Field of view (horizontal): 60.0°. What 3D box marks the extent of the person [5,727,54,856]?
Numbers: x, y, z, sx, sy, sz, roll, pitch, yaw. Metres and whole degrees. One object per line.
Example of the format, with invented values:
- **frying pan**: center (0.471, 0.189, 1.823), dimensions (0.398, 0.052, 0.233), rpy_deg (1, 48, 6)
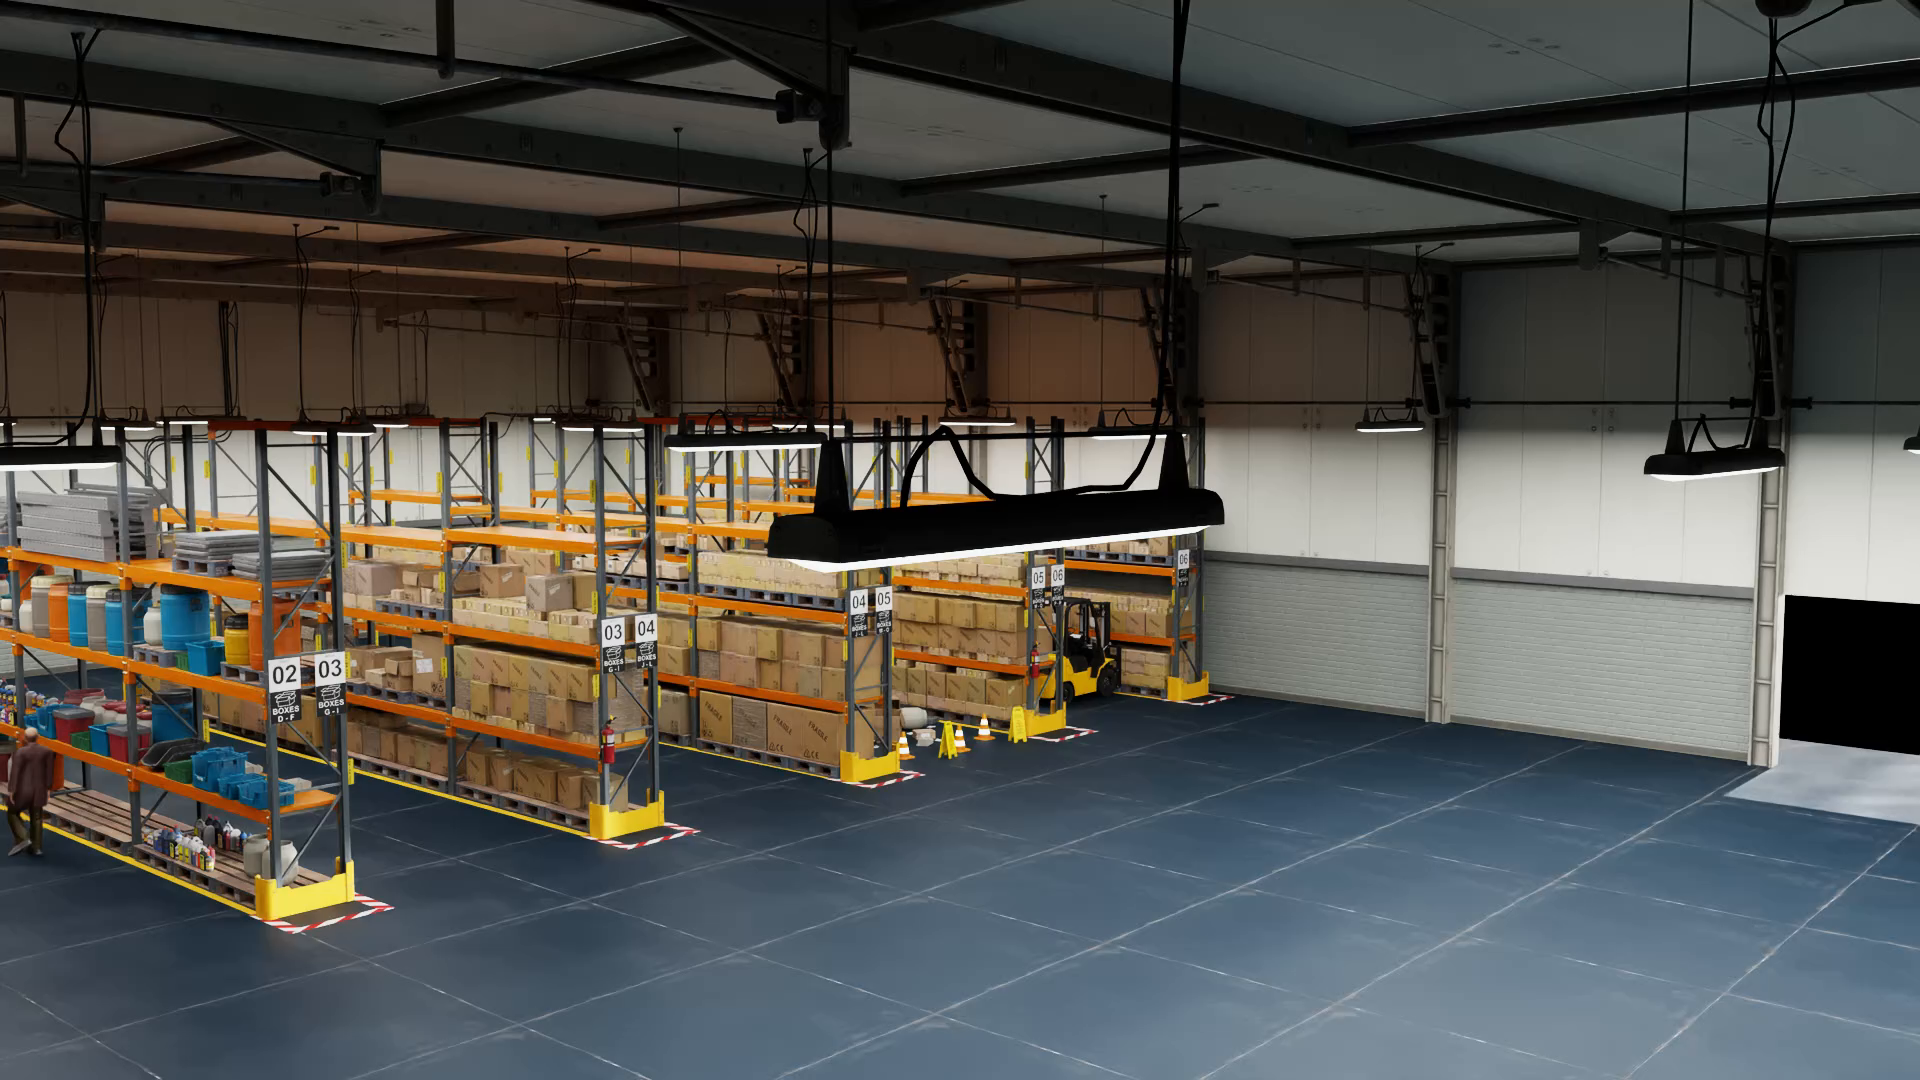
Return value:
- **person**: center (-12.985, 3.502, 23.214), dimensions (0.483, 1.779, 0.639), rpy_deg (4, 6, 40)
